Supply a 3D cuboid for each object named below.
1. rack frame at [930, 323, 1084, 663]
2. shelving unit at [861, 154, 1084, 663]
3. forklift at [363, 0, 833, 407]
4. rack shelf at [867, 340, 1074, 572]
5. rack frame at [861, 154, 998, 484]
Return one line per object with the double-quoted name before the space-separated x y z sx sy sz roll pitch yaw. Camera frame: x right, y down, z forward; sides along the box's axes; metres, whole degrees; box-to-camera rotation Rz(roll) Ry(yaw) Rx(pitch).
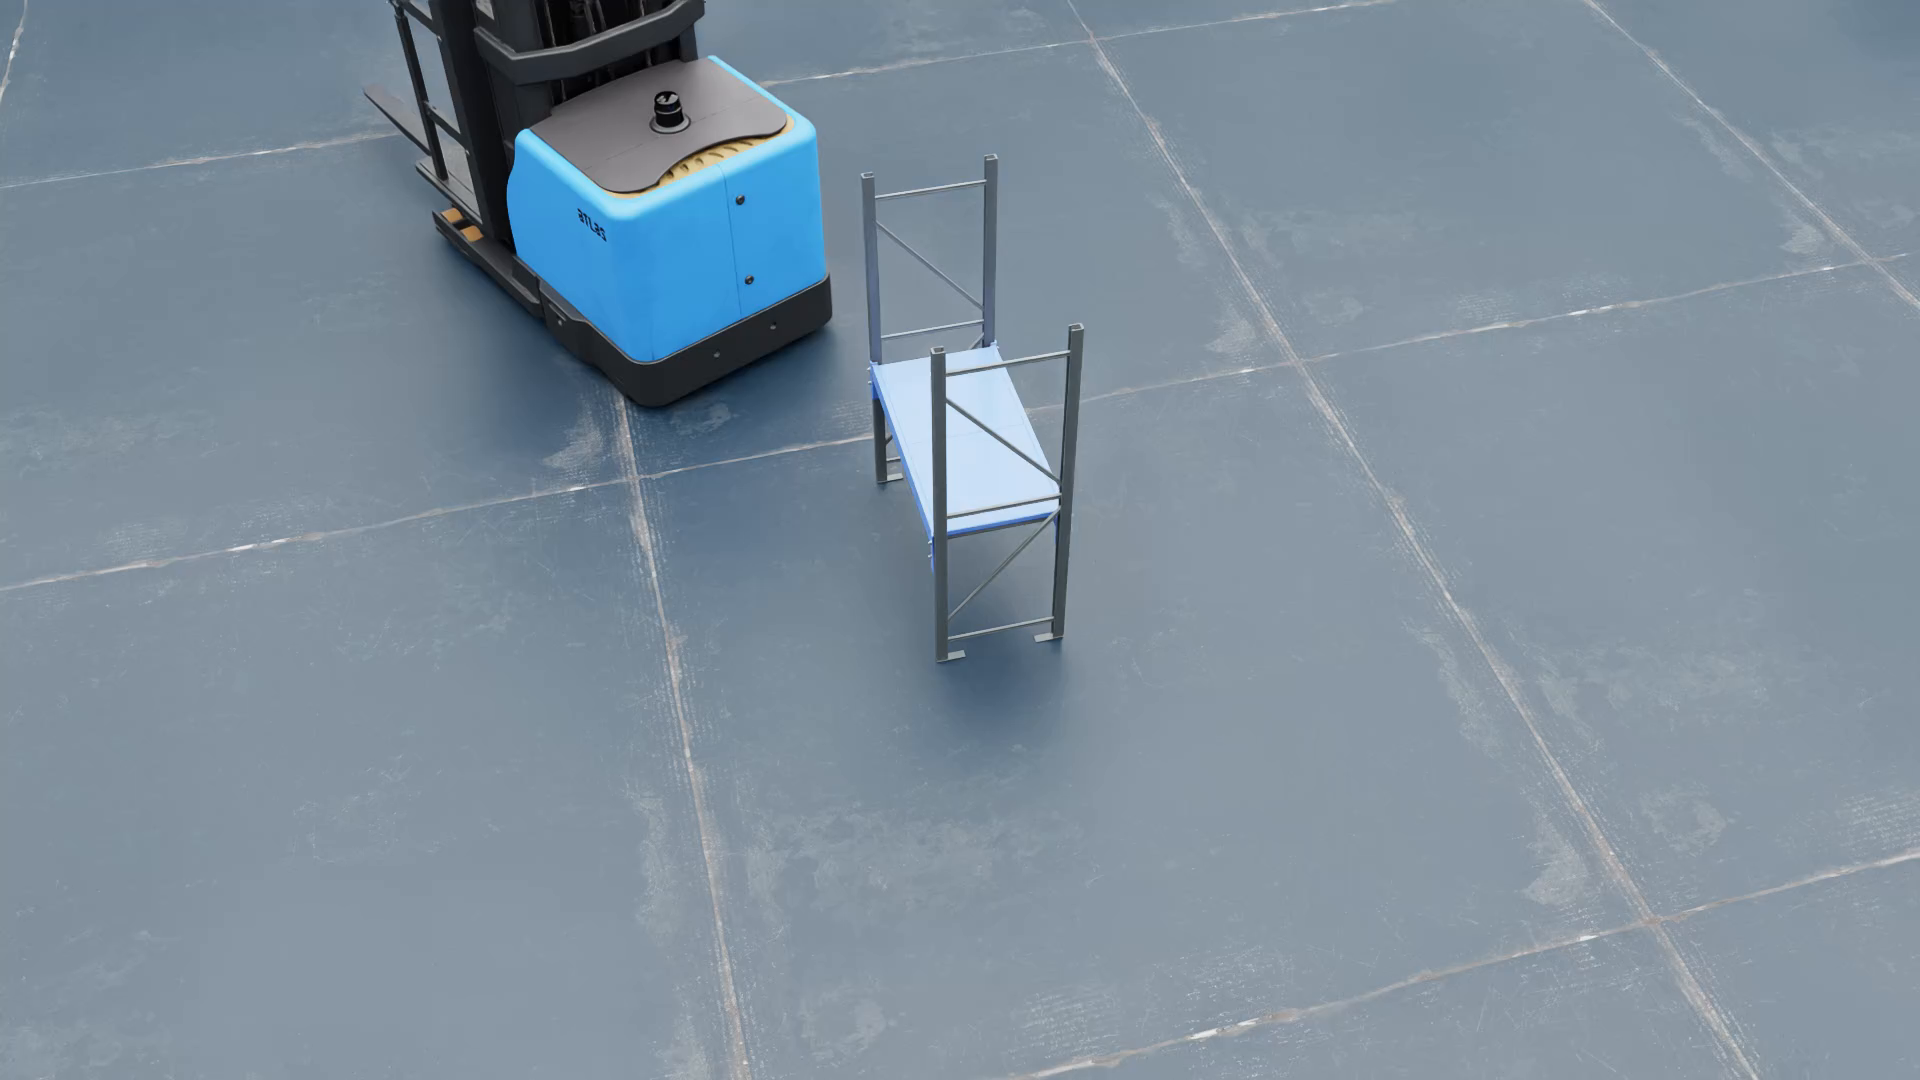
"rack frame" 0.152 -0.115 5.813 0.500 1.500 0.032 -11 47 -10
"shelving unit" 0.022 -0.466 6.157 0.538 1.500 1.048 -11 47 -10
"forklift" -1.923 -2.590 7.236 1.130 2.935 3.031 -31 53 -27
"rack shelf" 0.022 -0.340 6.285 0.538 0.185 1.000 -11 47 -10
"rack frame" -0.108 -0.817 6.501 0.500 1.500 0.032 -11 47 -10
